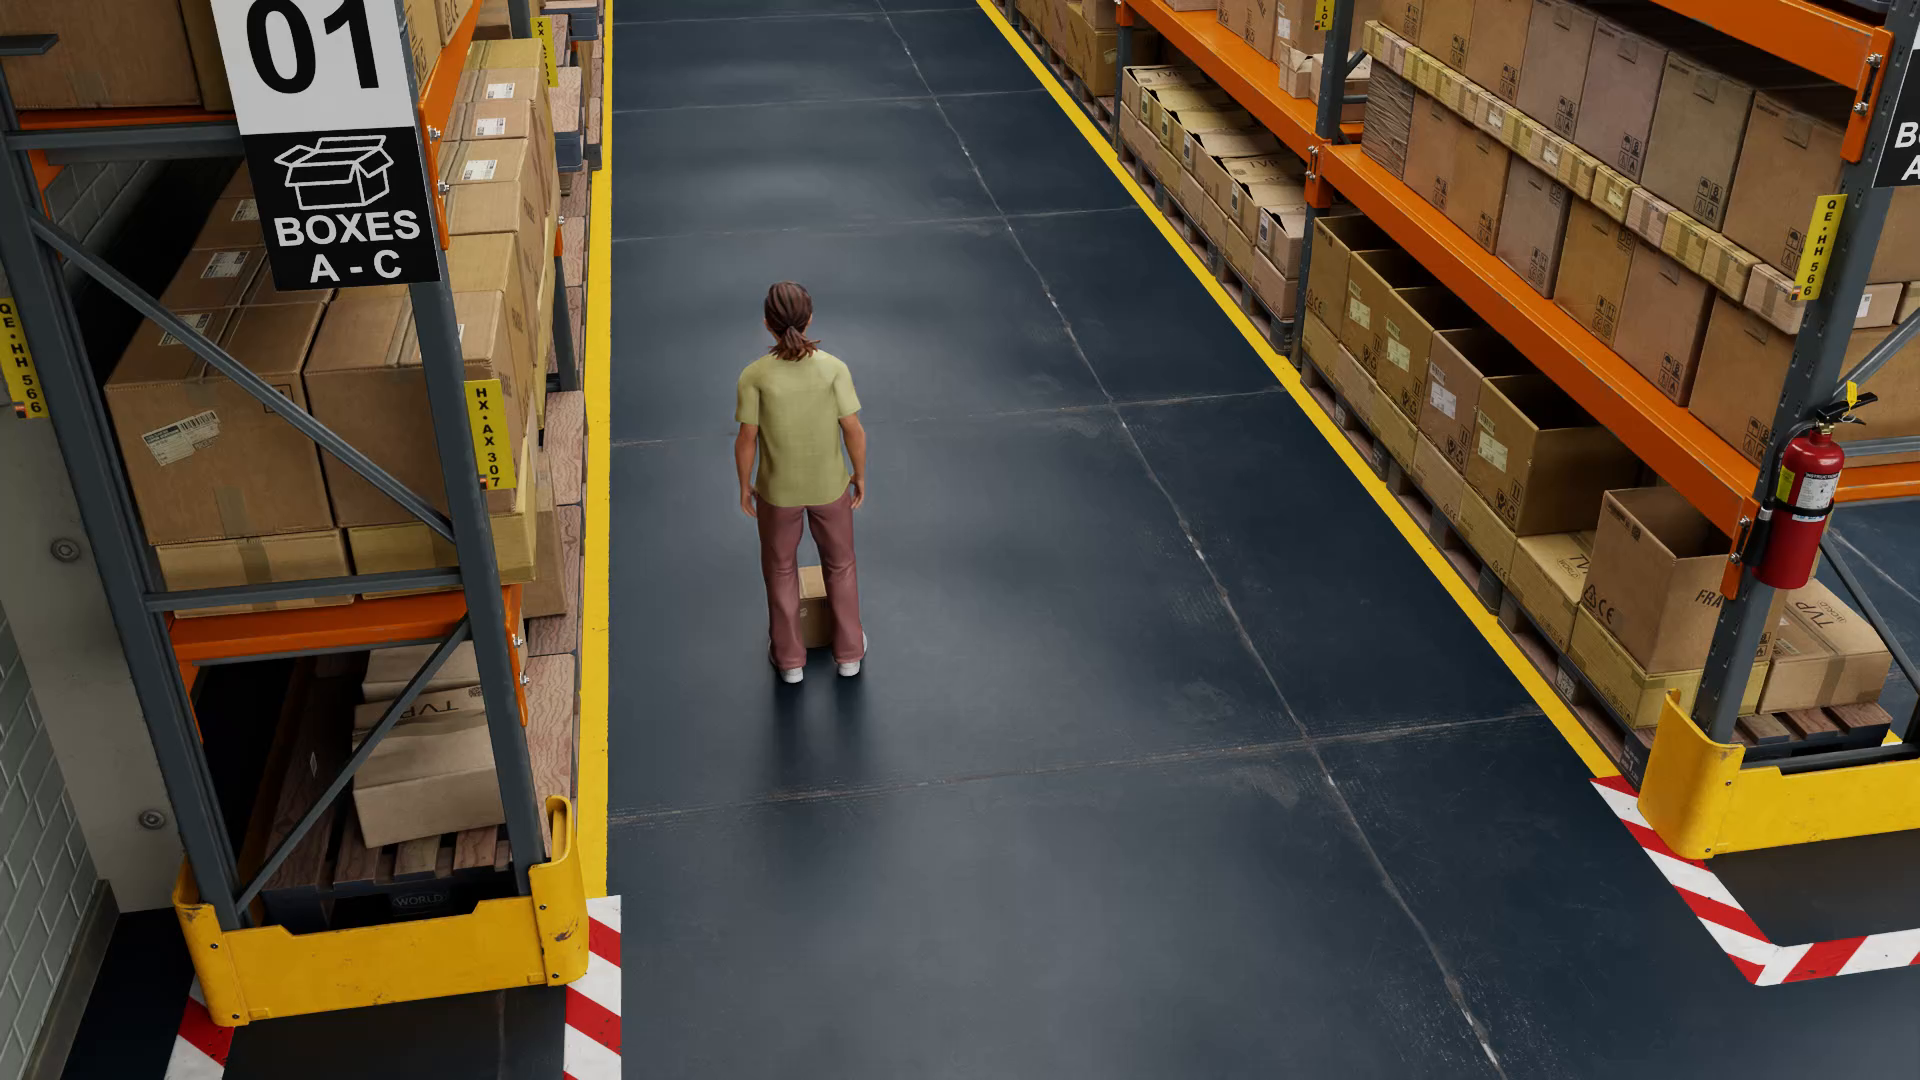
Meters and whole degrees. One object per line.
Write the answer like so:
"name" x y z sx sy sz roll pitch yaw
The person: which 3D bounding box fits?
"person" -0.614 -0.200 6.469 0.499 1.673 0.359 -5 31 -9
